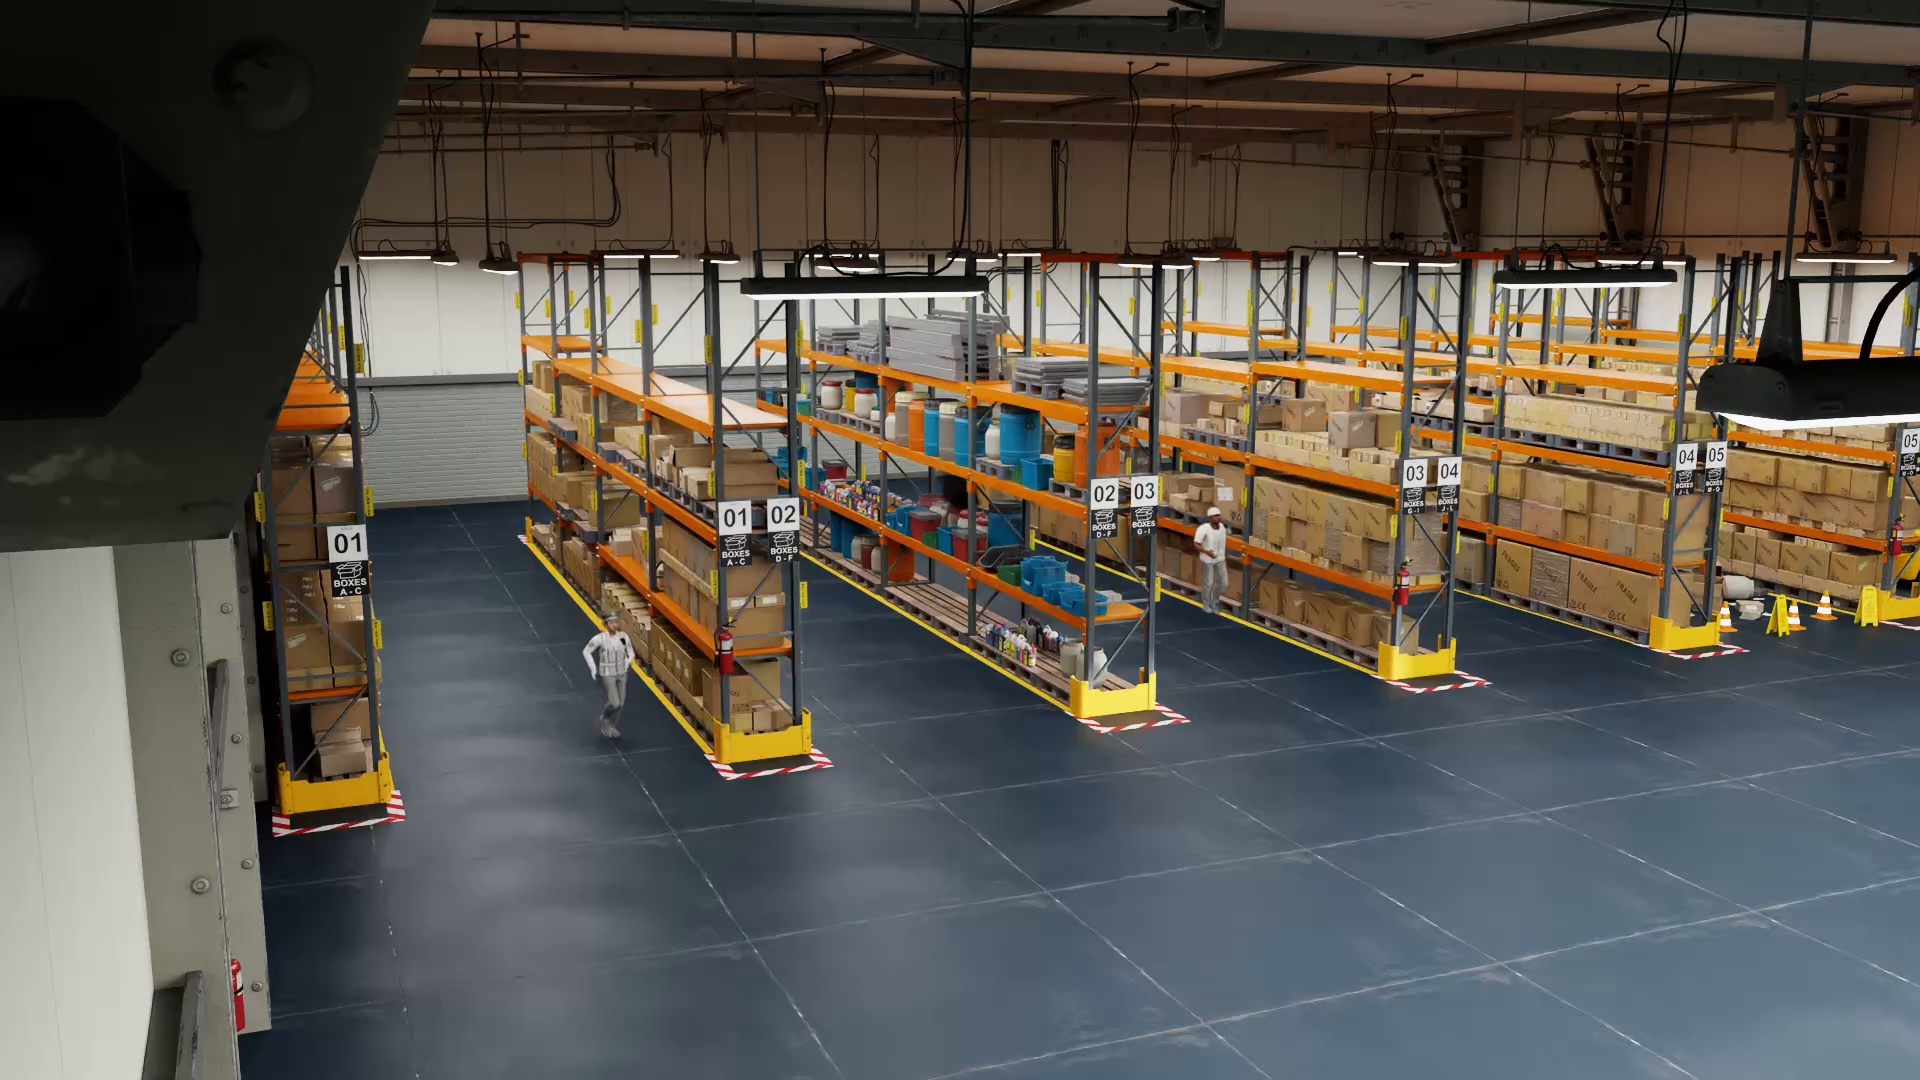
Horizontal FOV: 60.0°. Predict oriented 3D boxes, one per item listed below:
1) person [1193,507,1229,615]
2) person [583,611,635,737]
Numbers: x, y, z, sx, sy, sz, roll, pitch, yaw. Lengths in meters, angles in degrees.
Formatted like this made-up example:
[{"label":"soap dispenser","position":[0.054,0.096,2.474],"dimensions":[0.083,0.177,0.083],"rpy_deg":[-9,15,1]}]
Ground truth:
[{"label":"person","position":[4.087,0.354,26.738],"dimensions":[0.697,1.782,0.593],"rpy_deg":[-4,11,-23]},{"label":"person","position":[-4.371,1.710,21.010],"dimensions":[0.594,1.657,0.608],"rpy_deg":[-7,13,-35]}]
